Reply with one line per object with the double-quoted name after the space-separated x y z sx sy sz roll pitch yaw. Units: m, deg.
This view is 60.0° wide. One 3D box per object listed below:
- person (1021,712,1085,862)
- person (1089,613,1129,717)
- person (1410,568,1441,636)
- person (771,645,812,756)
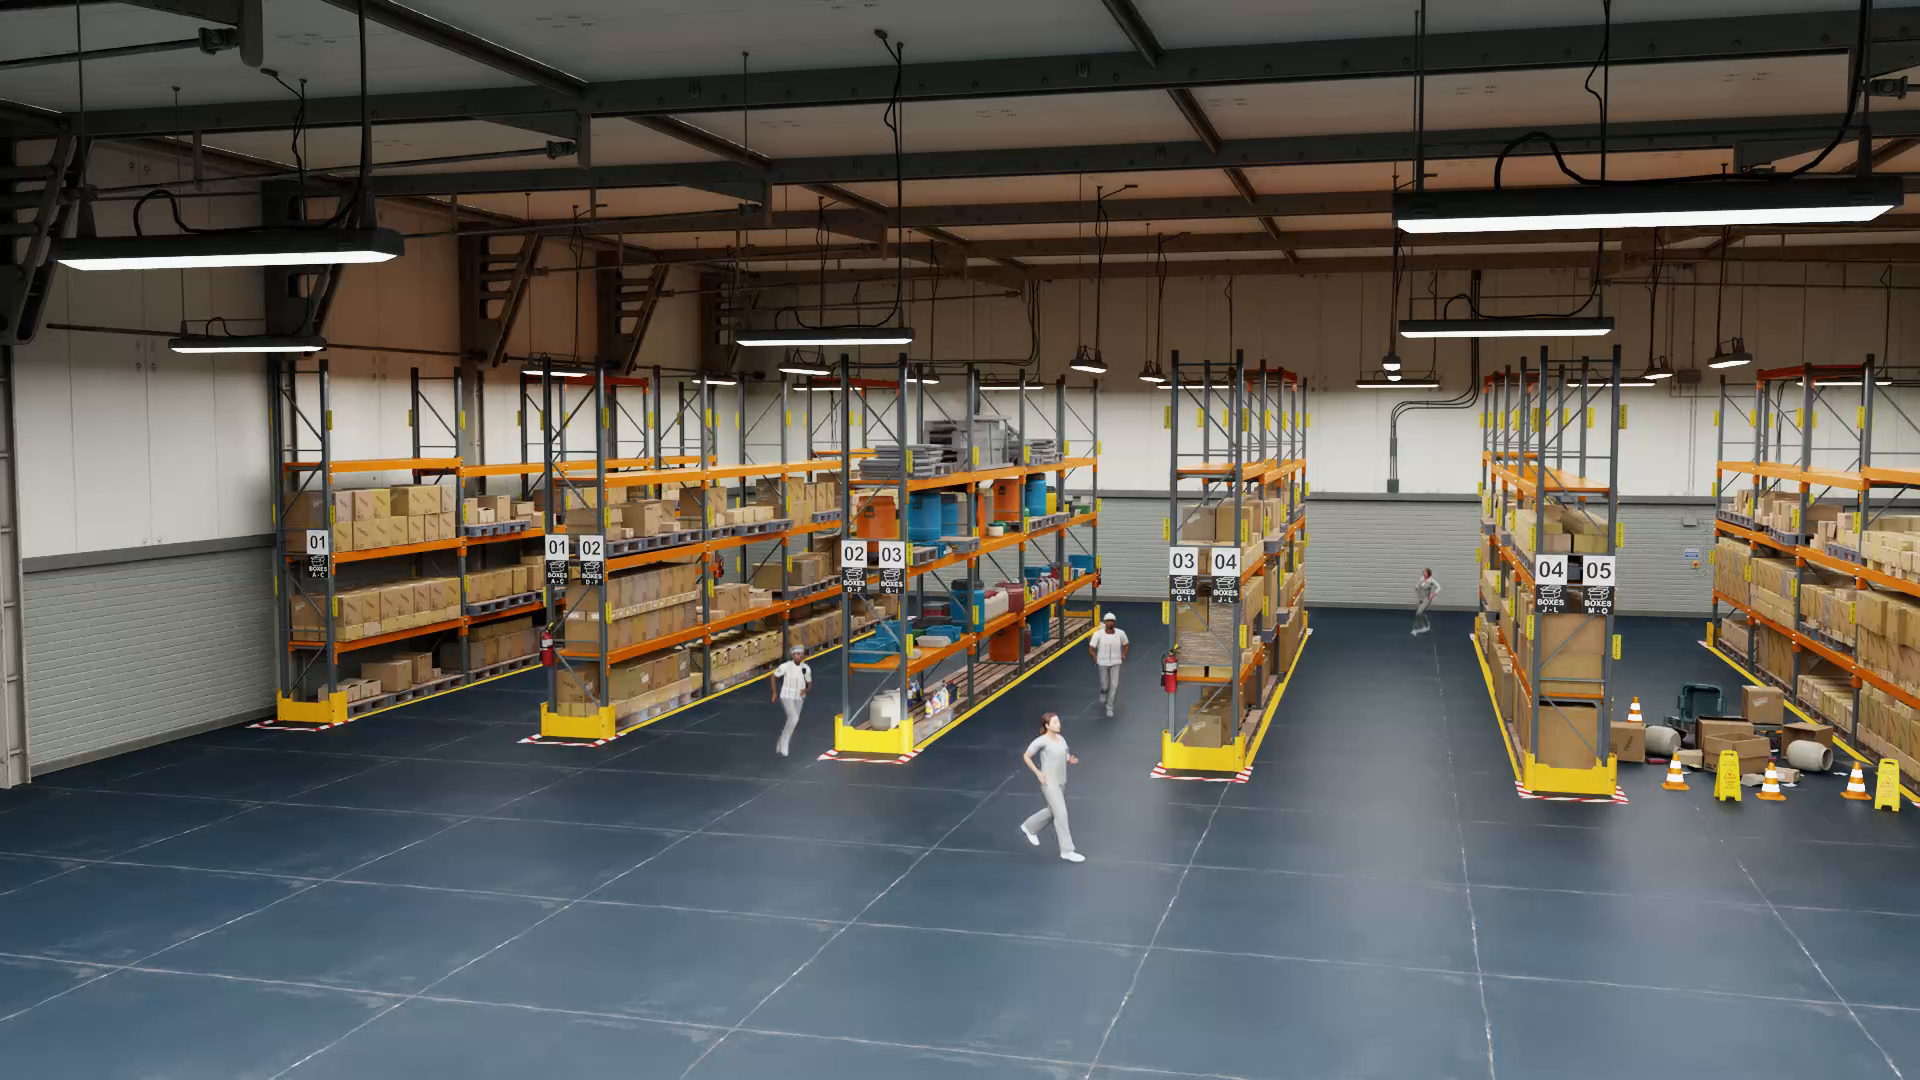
1.045 2.793 19.008 0.964 1.629 0.570 3 5 40 "person"
2.552 2.106 28.323 0.699 1.738 0.758 0 4 -1 "person"
10.838 1.438 38.675 0.679 1.604 0.562 -2 5 -30 "person"
-2.472 2.383 24.813 0.576 1.623 0.628 -2 5 -28 "person"
